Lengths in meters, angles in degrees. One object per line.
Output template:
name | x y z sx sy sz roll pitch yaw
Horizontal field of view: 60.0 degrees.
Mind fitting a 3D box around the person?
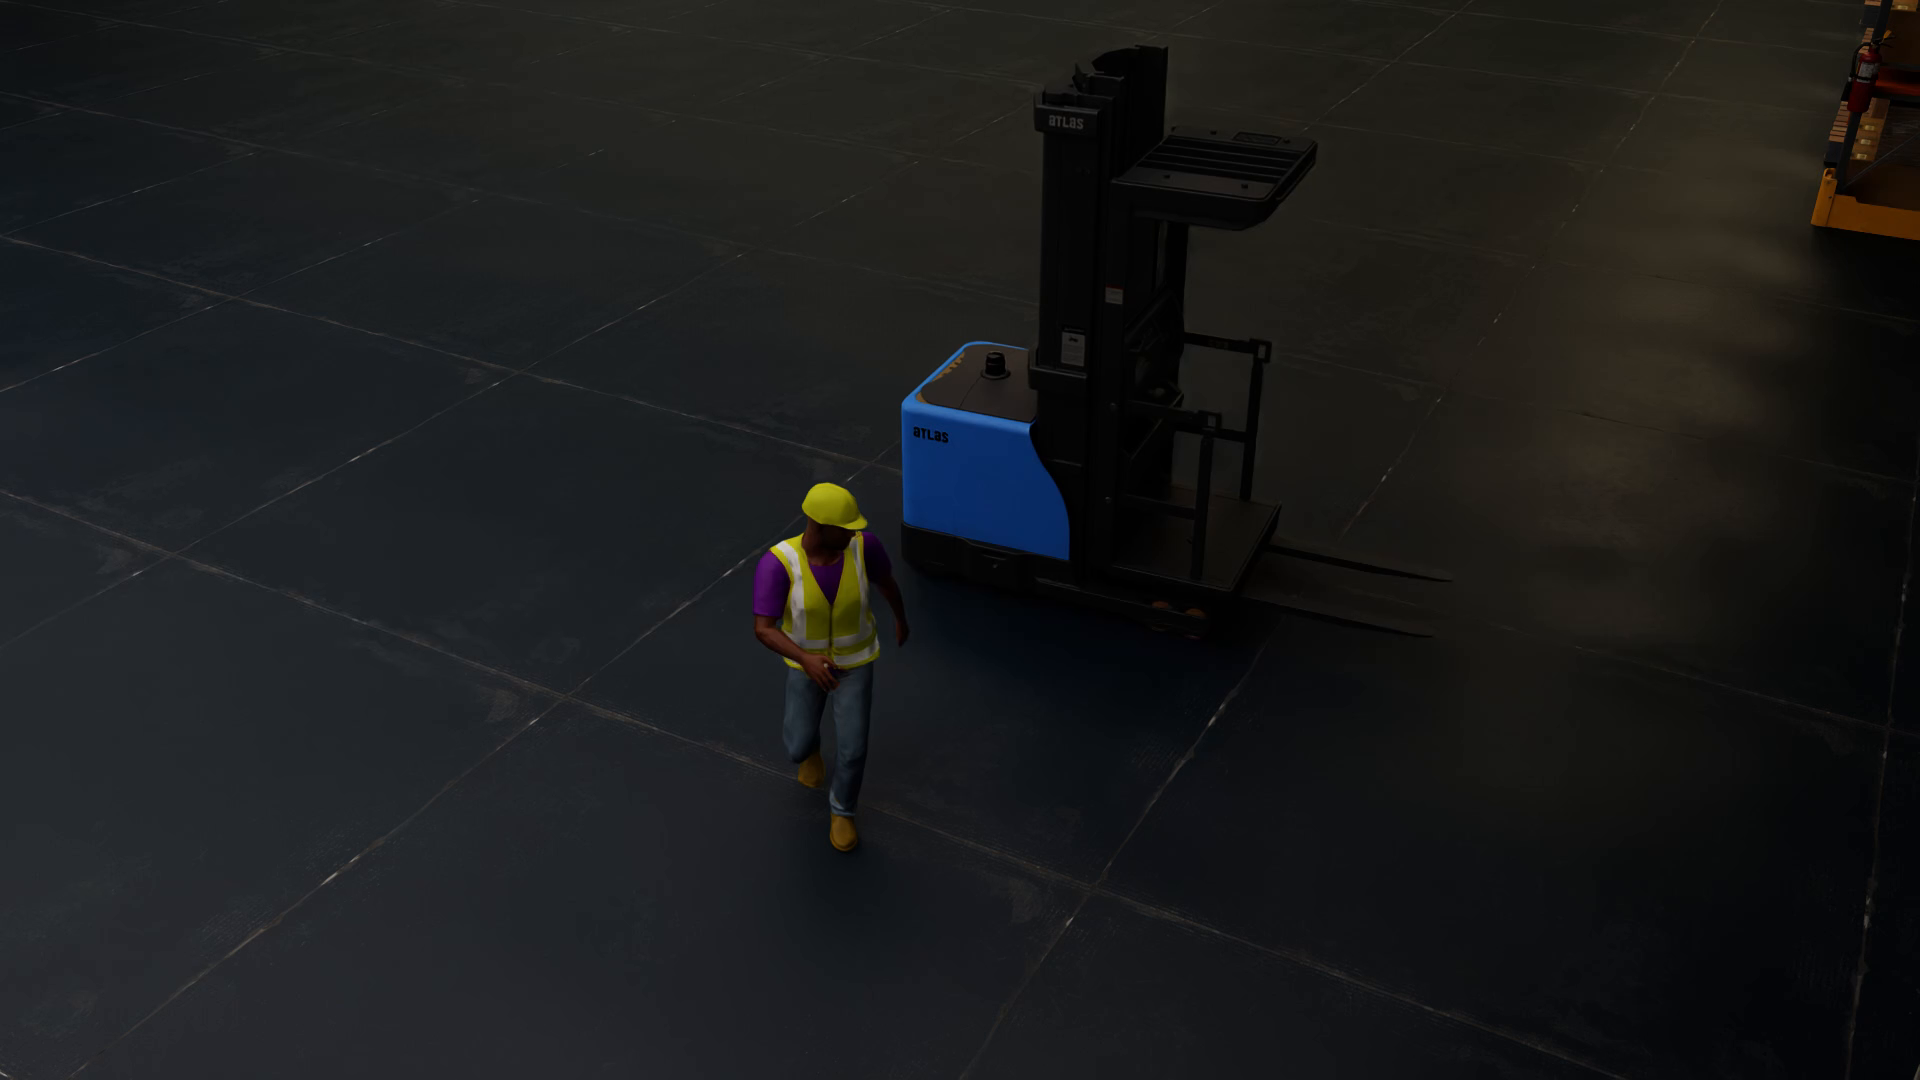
person | -0.560 0.515 7.420 0.694 1.701 0.708 -2 30 -3

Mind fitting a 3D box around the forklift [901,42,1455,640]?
forklift | 1.221 -1.028 8.853 3.031 2.935 1.130 12 32 20
